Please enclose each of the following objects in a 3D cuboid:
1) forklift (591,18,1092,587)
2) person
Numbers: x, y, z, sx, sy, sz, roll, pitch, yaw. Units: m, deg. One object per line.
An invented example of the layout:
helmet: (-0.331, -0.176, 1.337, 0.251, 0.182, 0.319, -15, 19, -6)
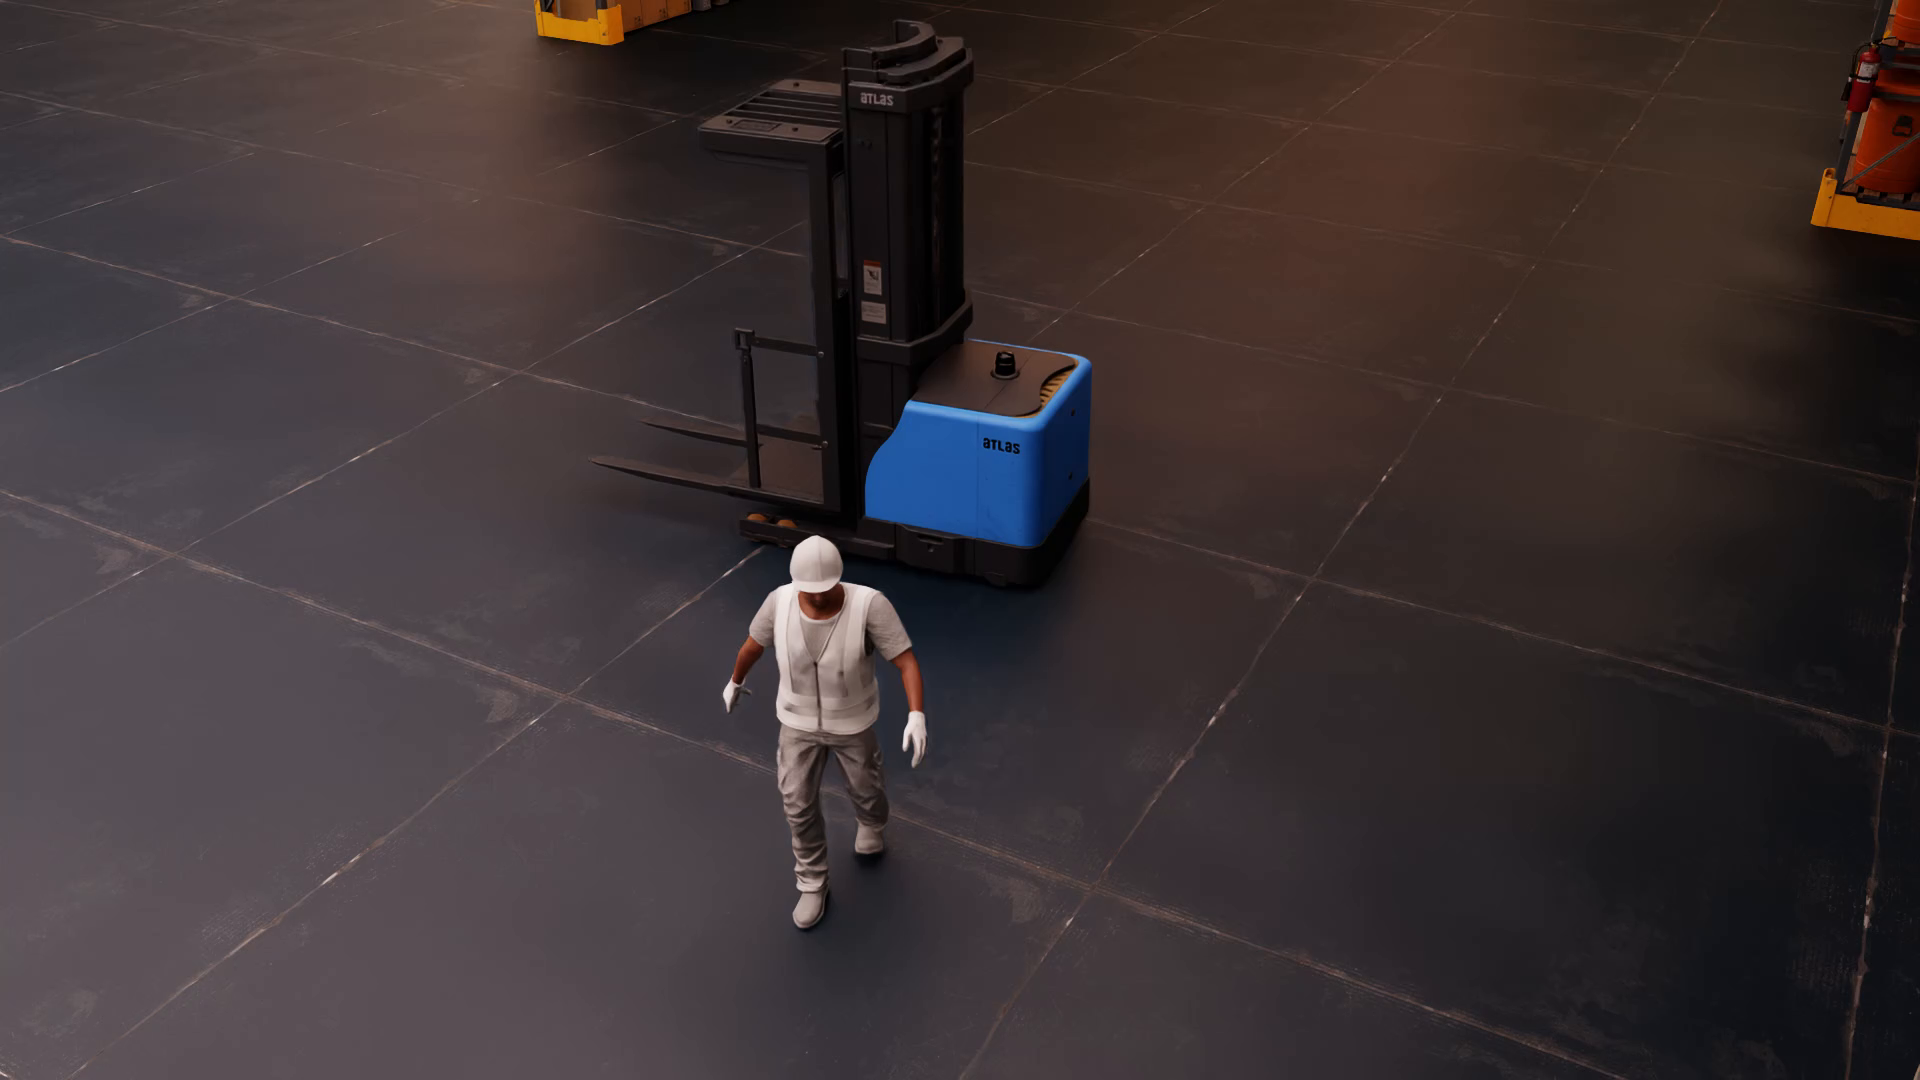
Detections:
forklift: (-0.784, -1.457, 9.594, 3.031, 2.935, 1.130, 11, 32, 18)
person: (-0.566, 0.754, 6.939, 0.944, 1.761, 0.728, 3, 30, 5)
